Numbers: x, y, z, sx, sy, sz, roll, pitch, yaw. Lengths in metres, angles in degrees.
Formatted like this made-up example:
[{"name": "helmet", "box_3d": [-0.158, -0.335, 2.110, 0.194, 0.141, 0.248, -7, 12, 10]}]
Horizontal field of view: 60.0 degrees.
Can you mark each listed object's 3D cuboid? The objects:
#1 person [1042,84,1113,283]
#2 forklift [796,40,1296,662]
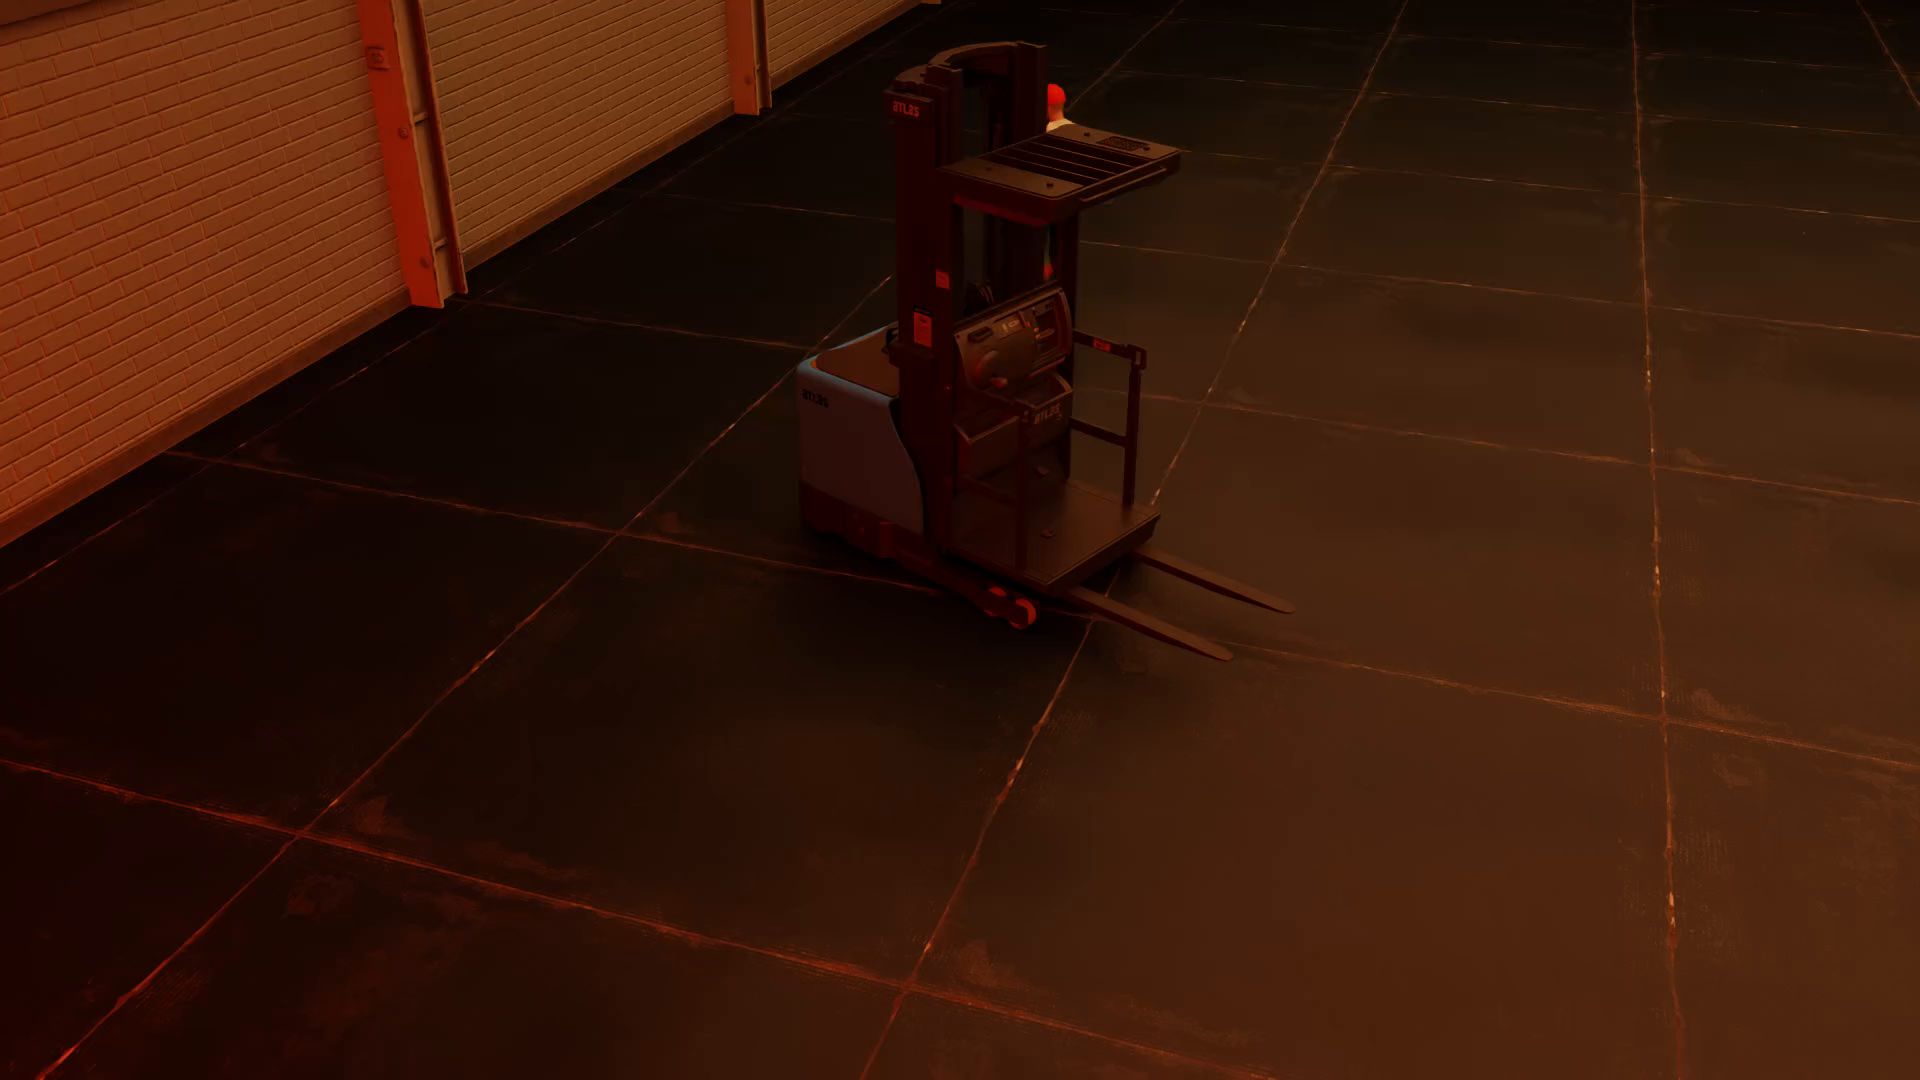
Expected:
[{"name": "person", "box_3d": [0.696, -2.677, 13.014, 1.008, 1.814, 0.579, -10, 31, -16]}, {"name": "forklift", "box_3d": [0.459, -1.074, 9.021, 3.031, 2.935, 1.130, 23, 37, 35]}]
